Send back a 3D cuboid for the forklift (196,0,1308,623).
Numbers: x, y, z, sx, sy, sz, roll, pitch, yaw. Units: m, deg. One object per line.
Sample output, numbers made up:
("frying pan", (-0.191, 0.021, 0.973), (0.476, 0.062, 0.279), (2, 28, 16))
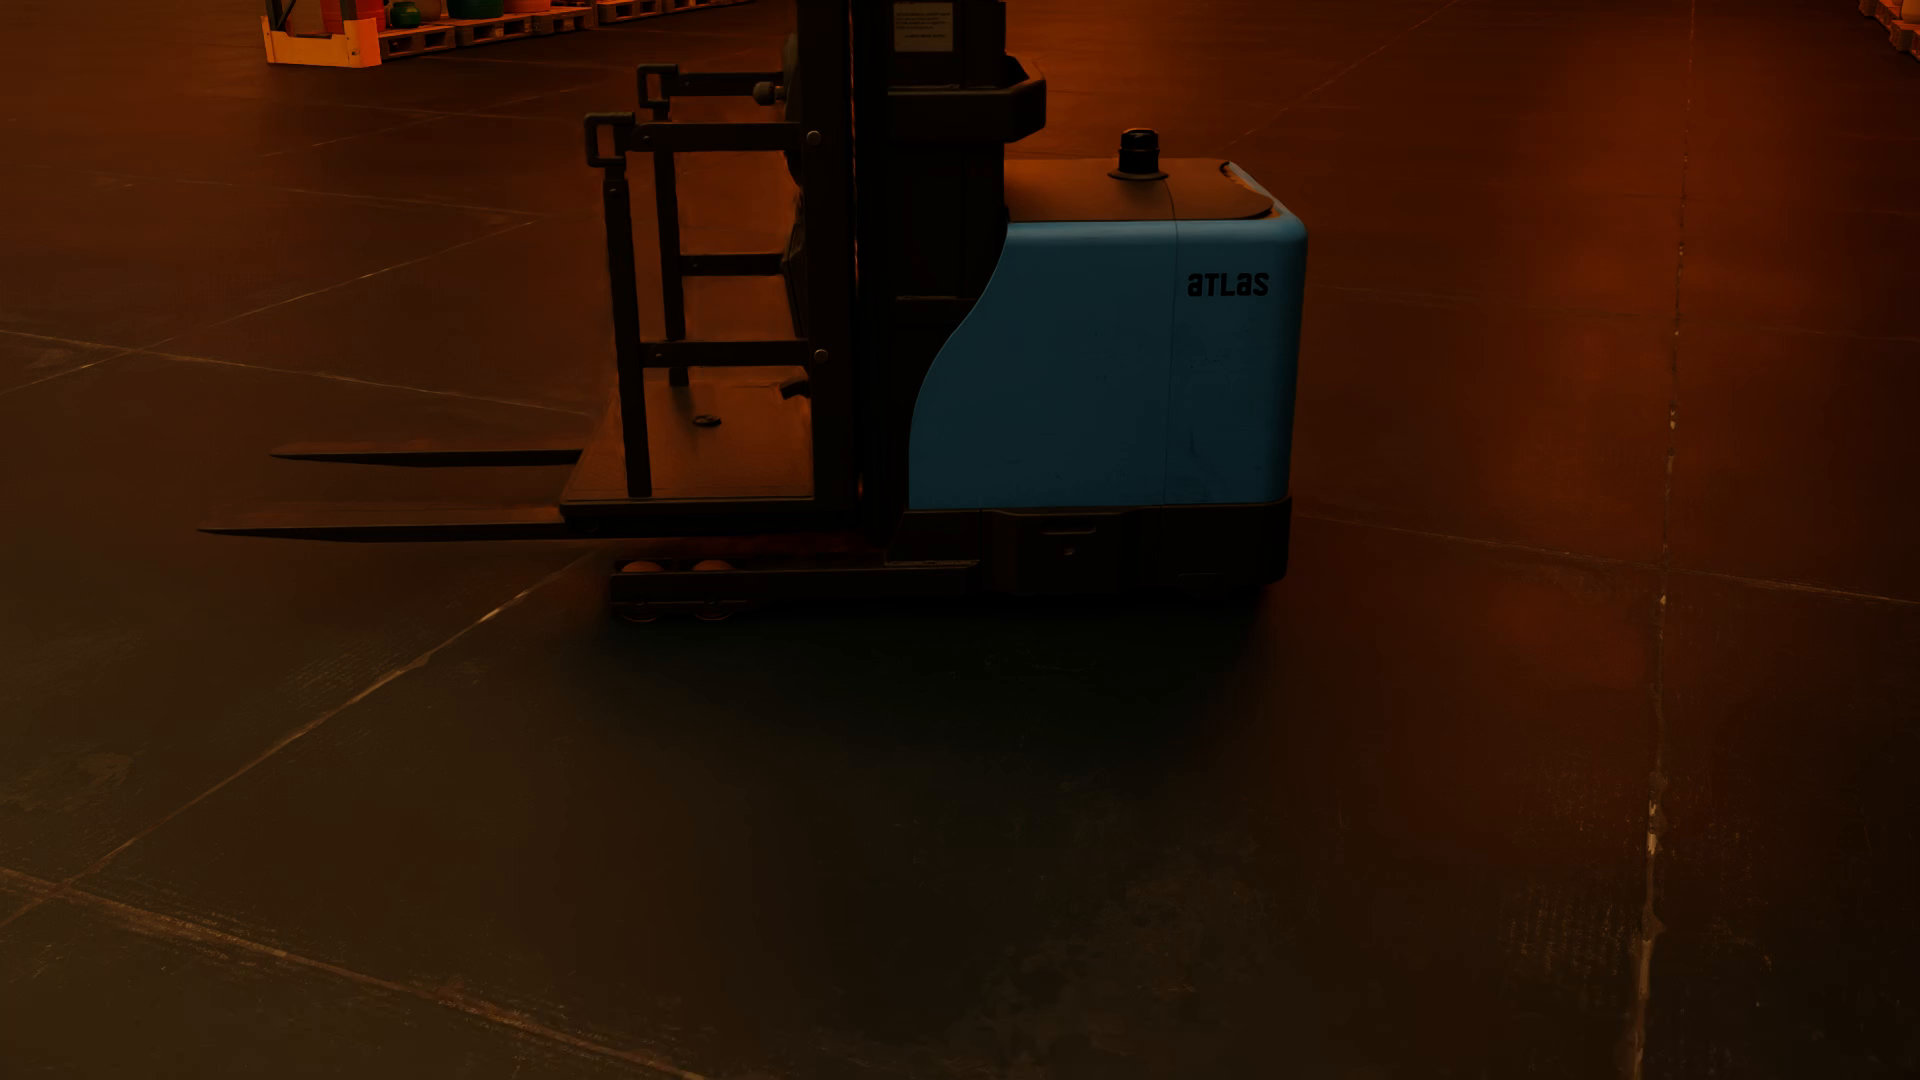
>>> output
("forklift", (-0.615, -1.335, 4.486), (3.031, 2.935, 1.130), (-1, 23, -3))
